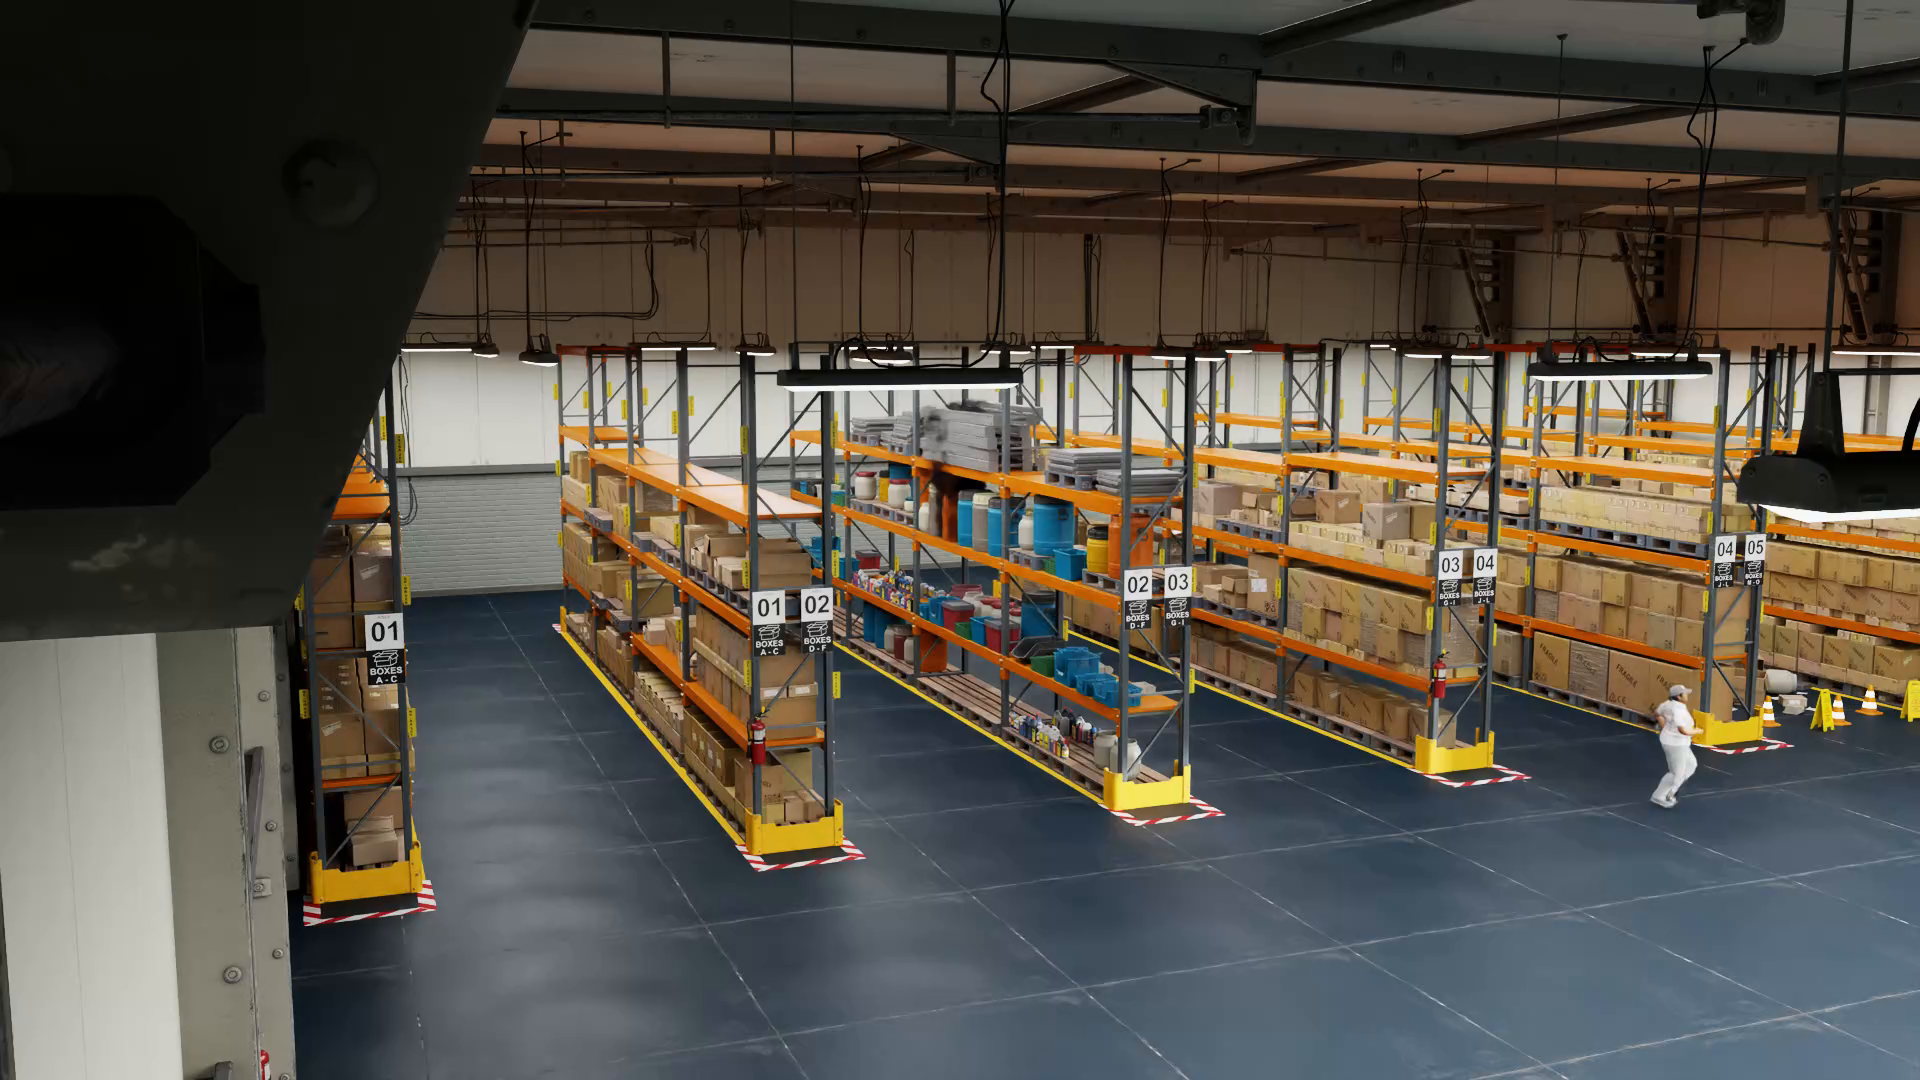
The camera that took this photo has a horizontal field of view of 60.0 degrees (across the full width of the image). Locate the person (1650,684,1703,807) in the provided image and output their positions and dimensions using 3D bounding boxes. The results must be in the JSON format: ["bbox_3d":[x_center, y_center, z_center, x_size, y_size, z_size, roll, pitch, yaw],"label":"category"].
[{"bbox_3d":[9.489,2.724,22.004,0.604,1.662,0.667,1,7,11],"label":"person"}]

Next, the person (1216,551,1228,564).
[{"bbox_3d":[6.534,0.201,41.553,0.616,1.701,0.729,4,8,27],"label":"person"}]

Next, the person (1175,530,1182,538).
[{"bbox_3d":[4.996,0.637,38.095,0.657,1.834,0.750,-3,8,-20],"label":"person"}]
